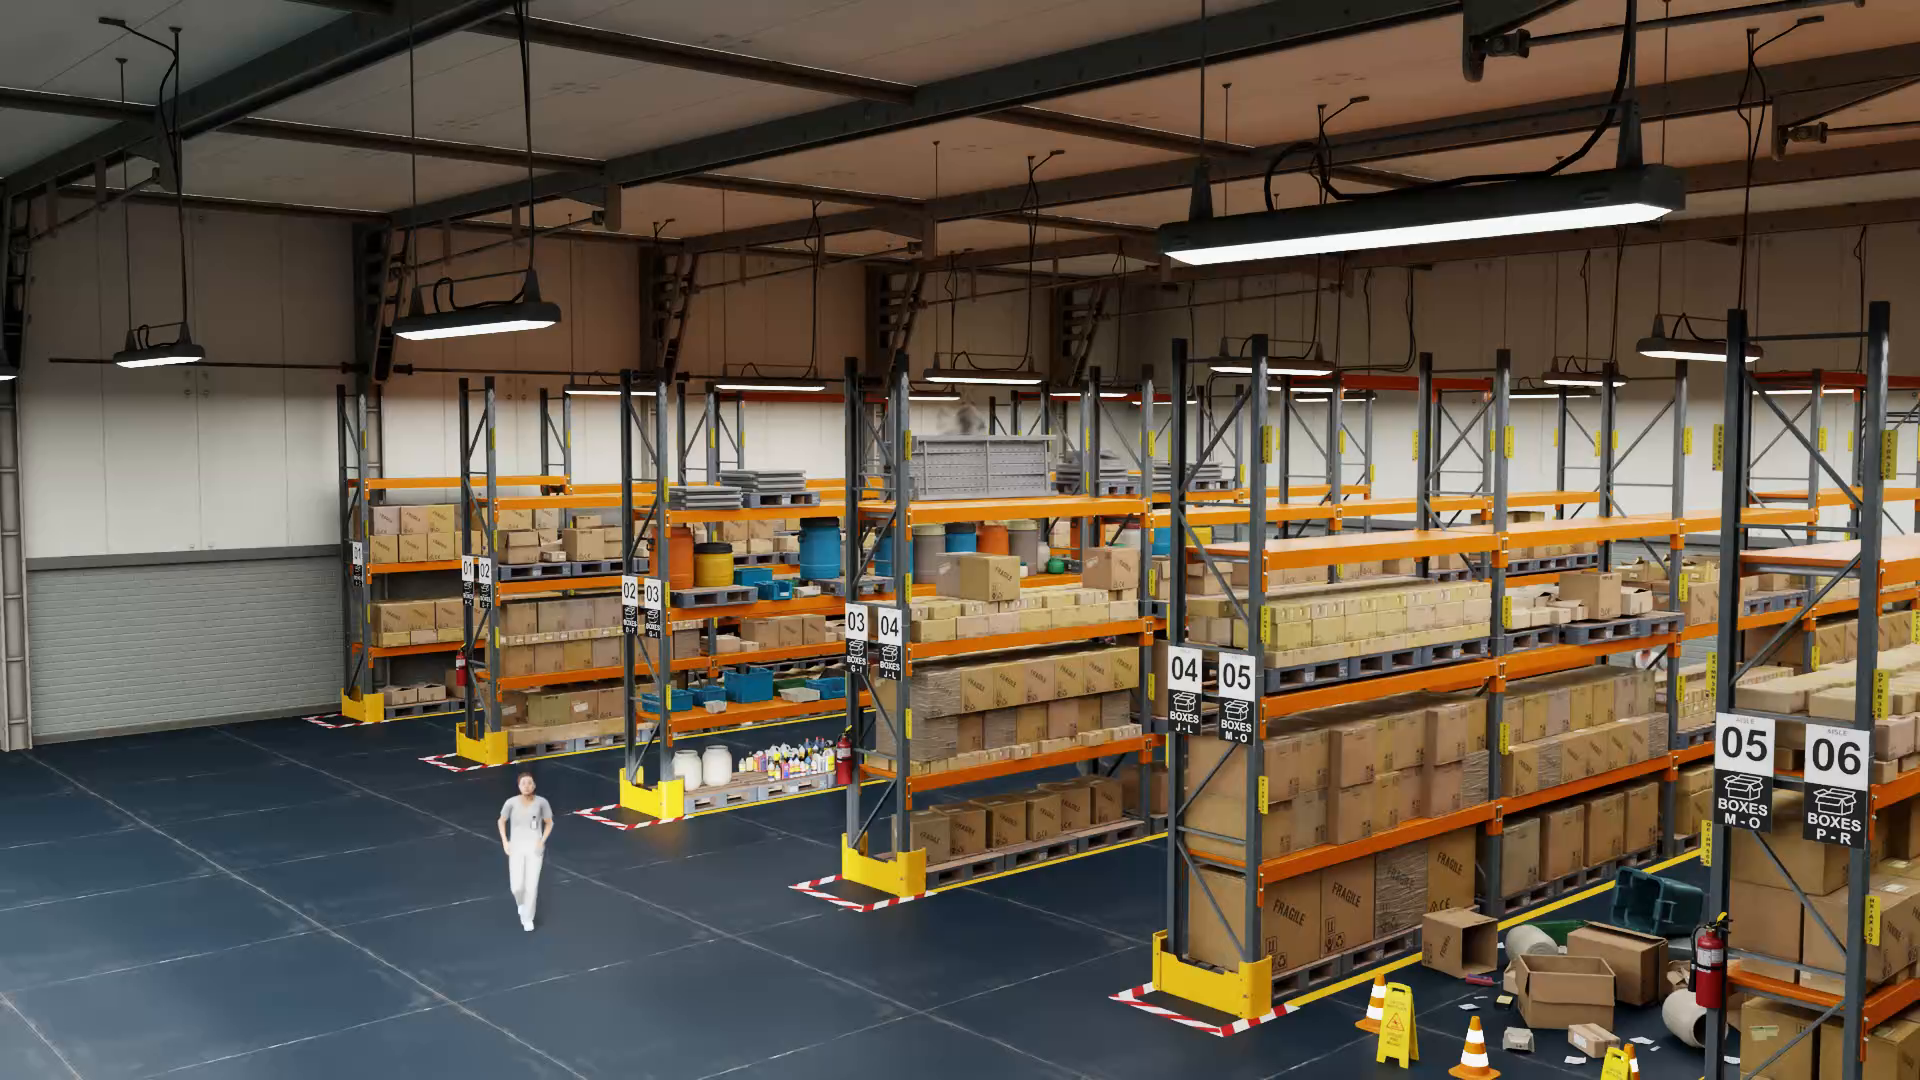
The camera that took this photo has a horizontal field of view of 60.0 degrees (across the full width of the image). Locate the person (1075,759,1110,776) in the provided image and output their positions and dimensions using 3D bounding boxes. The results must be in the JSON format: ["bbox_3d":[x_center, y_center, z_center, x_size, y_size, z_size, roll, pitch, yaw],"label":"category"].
[{"bbox_3d":[1.866,2.787,23.907,0.604,1.616,0.555,3,5,42],"label":"person"}]

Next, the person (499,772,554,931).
[{"bbox_3d":[-4.510,3.217,17.296,0.559,1.632,0.535,-1,4,-11],"label":"person"}]

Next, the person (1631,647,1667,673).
[{"bbox_3d":[11.327,2.490,27.398,0.650,1.833,0.739,3,5,35],"label":"person"}]
